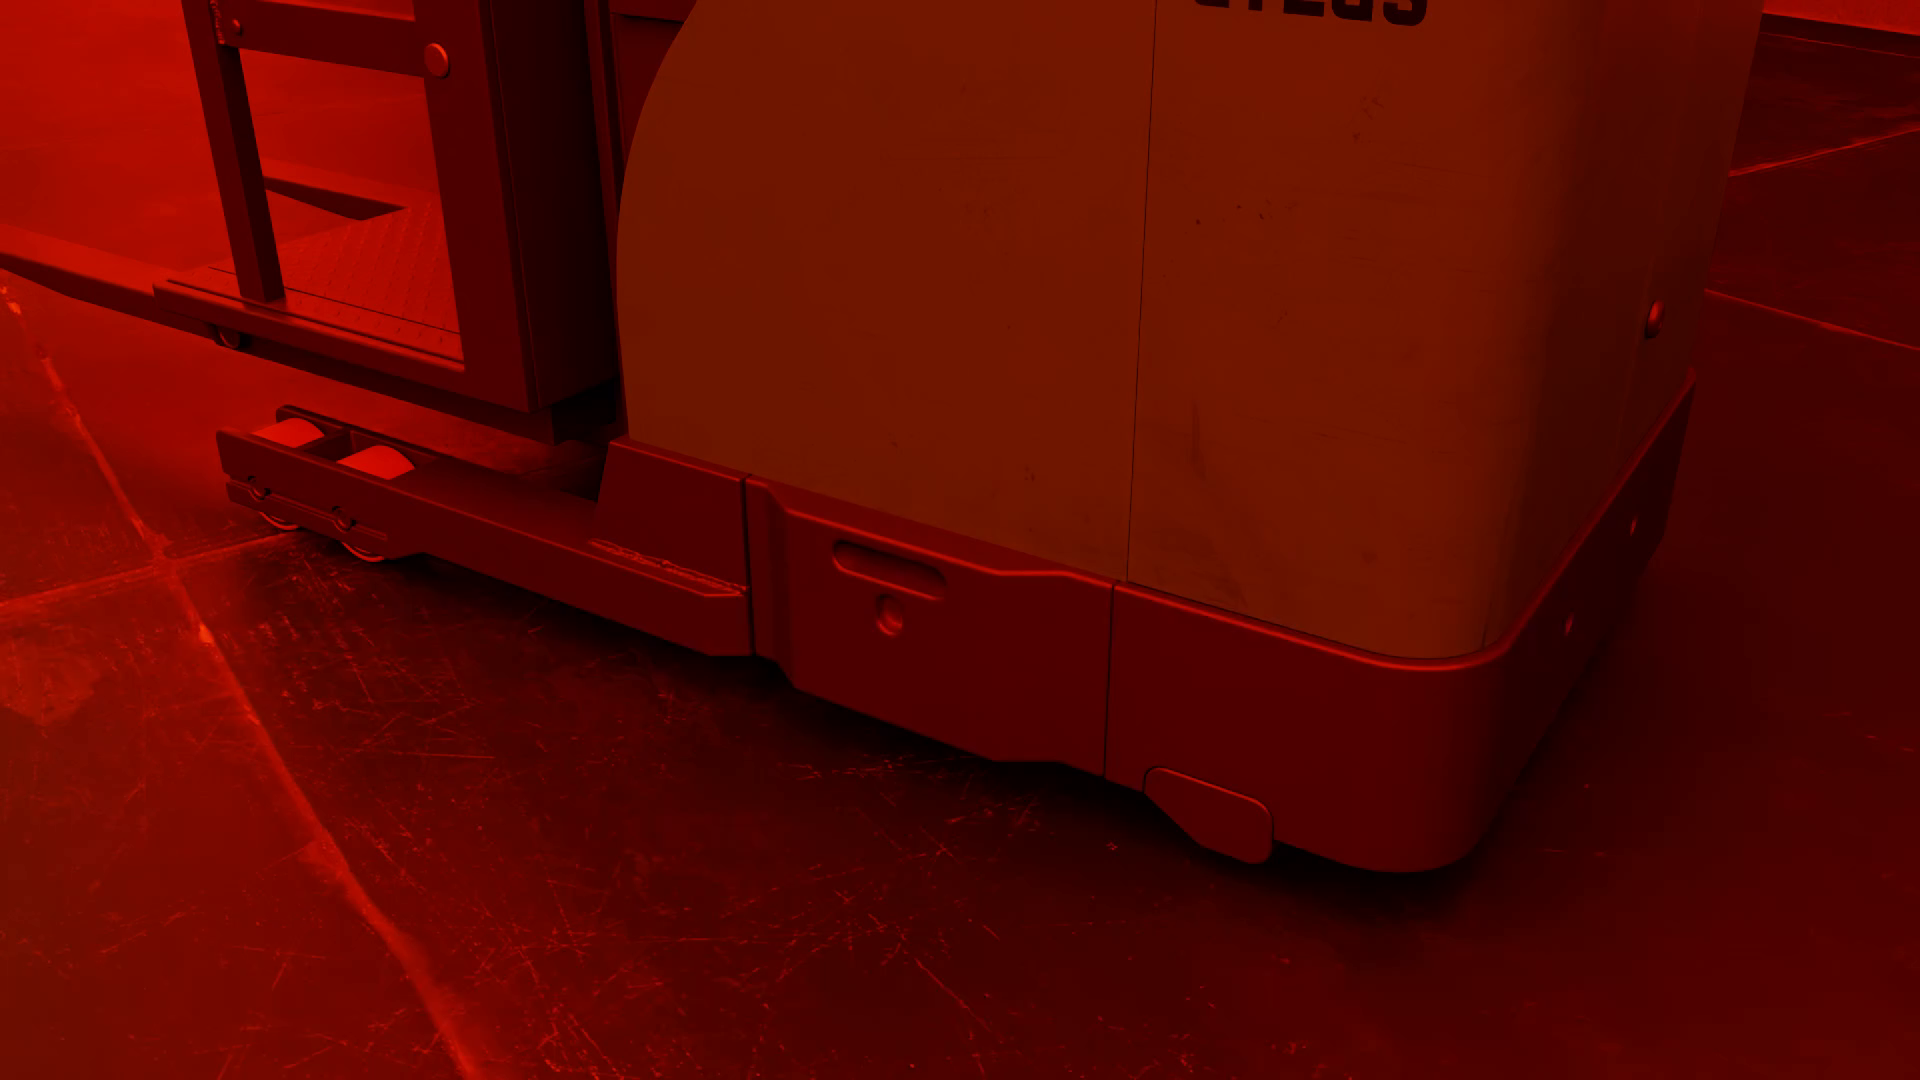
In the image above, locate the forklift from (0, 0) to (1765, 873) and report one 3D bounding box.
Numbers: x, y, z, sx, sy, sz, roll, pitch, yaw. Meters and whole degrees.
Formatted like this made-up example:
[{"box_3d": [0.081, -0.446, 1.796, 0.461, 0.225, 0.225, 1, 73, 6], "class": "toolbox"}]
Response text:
[{"box_3d": [-0.511, -1.459, 2.139, 3.031, 2.935, 1.130, 16, 31, 29], "class": "forklift"}]
